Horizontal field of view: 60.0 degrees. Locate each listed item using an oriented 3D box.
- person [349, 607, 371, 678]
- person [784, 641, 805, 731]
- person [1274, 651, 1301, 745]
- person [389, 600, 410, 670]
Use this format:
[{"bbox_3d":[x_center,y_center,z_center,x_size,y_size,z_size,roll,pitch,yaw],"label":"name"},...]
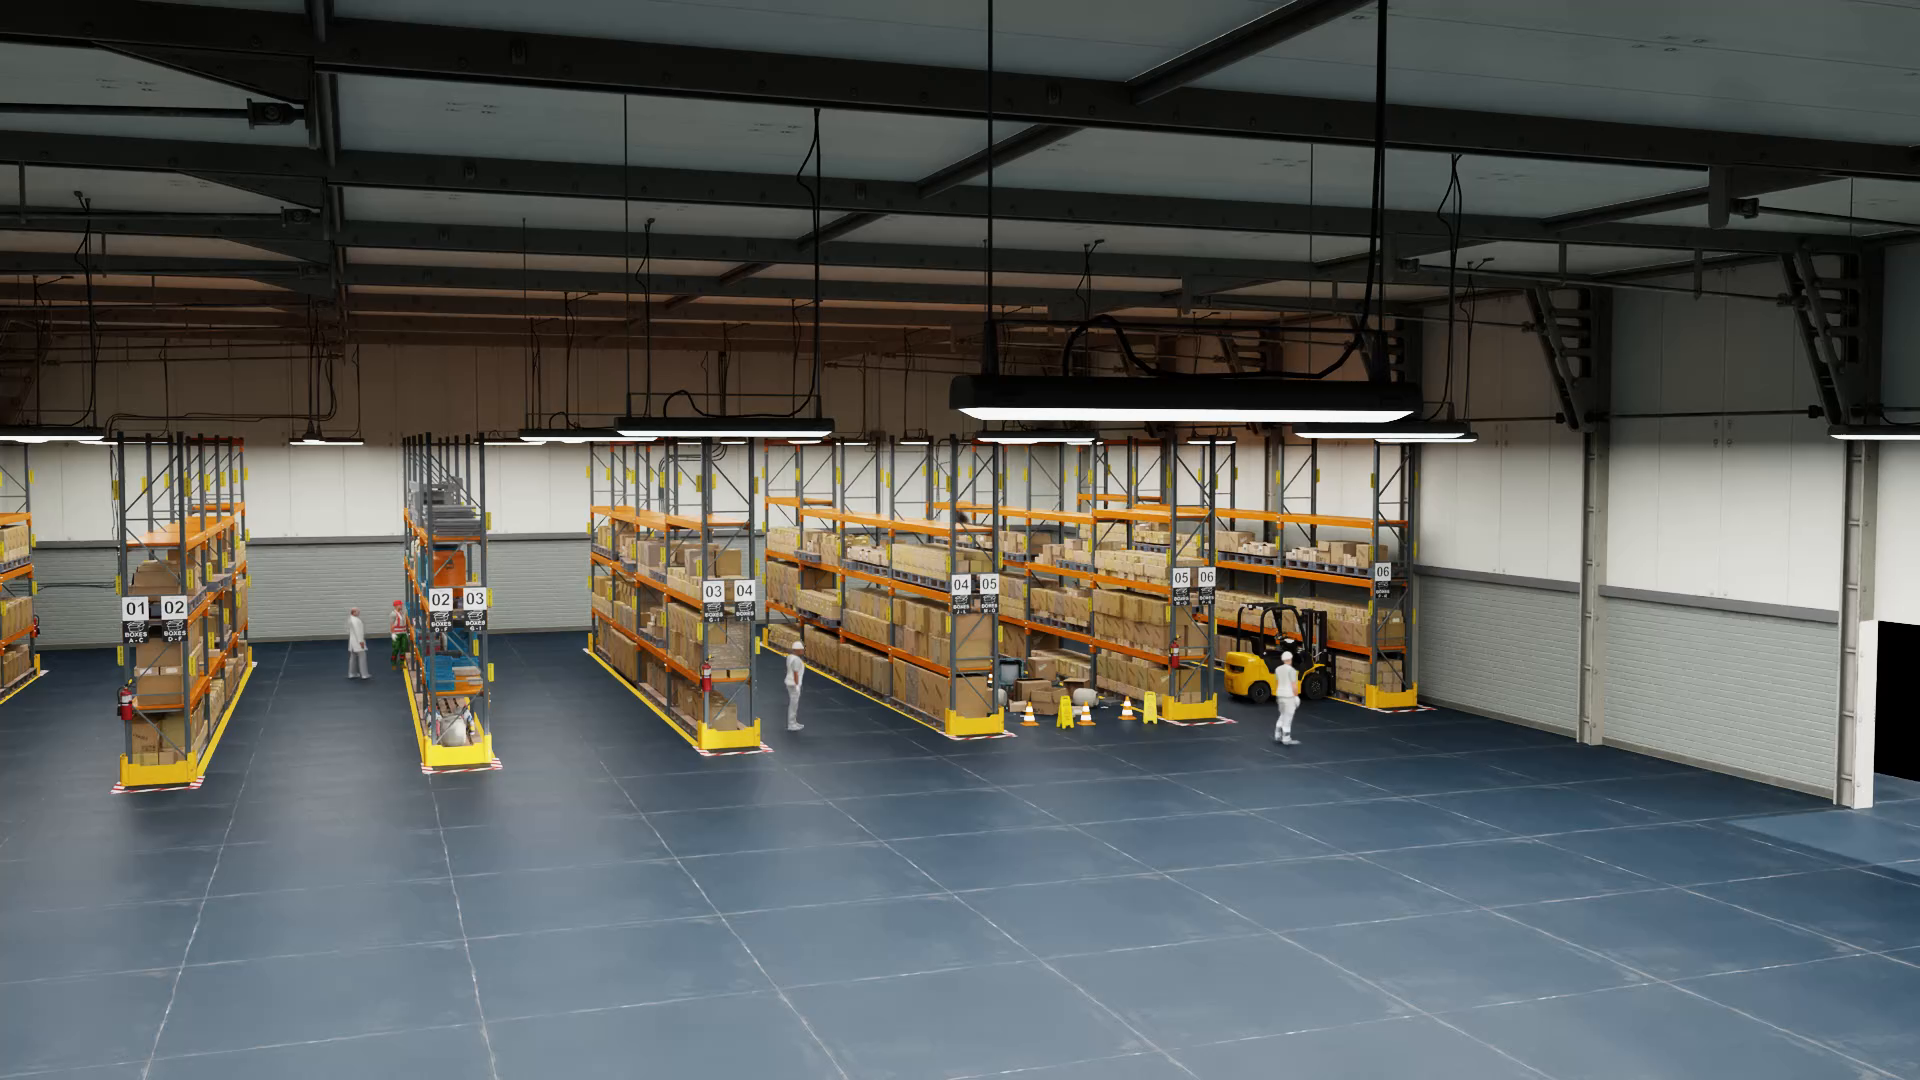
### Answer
[{"bbox_3d":[-14.902,2.537,41.273,0.489,1.771,0.636,-3,4,-45],"label":"person"},{"bbox_3d":[-3.343,2.954,33.765,0.419,1.796,0.584,-1,3,-16],"label":"person"},{"bbox_3d":[6.344,3.058,32.151,0.377,1.813,0.621,-2,4,-29],"label":"person"},{"bbox_3d":[-14.551,2.480,43.176,0.427,1.859,0.621,2,4,31],"label":"person"}]
